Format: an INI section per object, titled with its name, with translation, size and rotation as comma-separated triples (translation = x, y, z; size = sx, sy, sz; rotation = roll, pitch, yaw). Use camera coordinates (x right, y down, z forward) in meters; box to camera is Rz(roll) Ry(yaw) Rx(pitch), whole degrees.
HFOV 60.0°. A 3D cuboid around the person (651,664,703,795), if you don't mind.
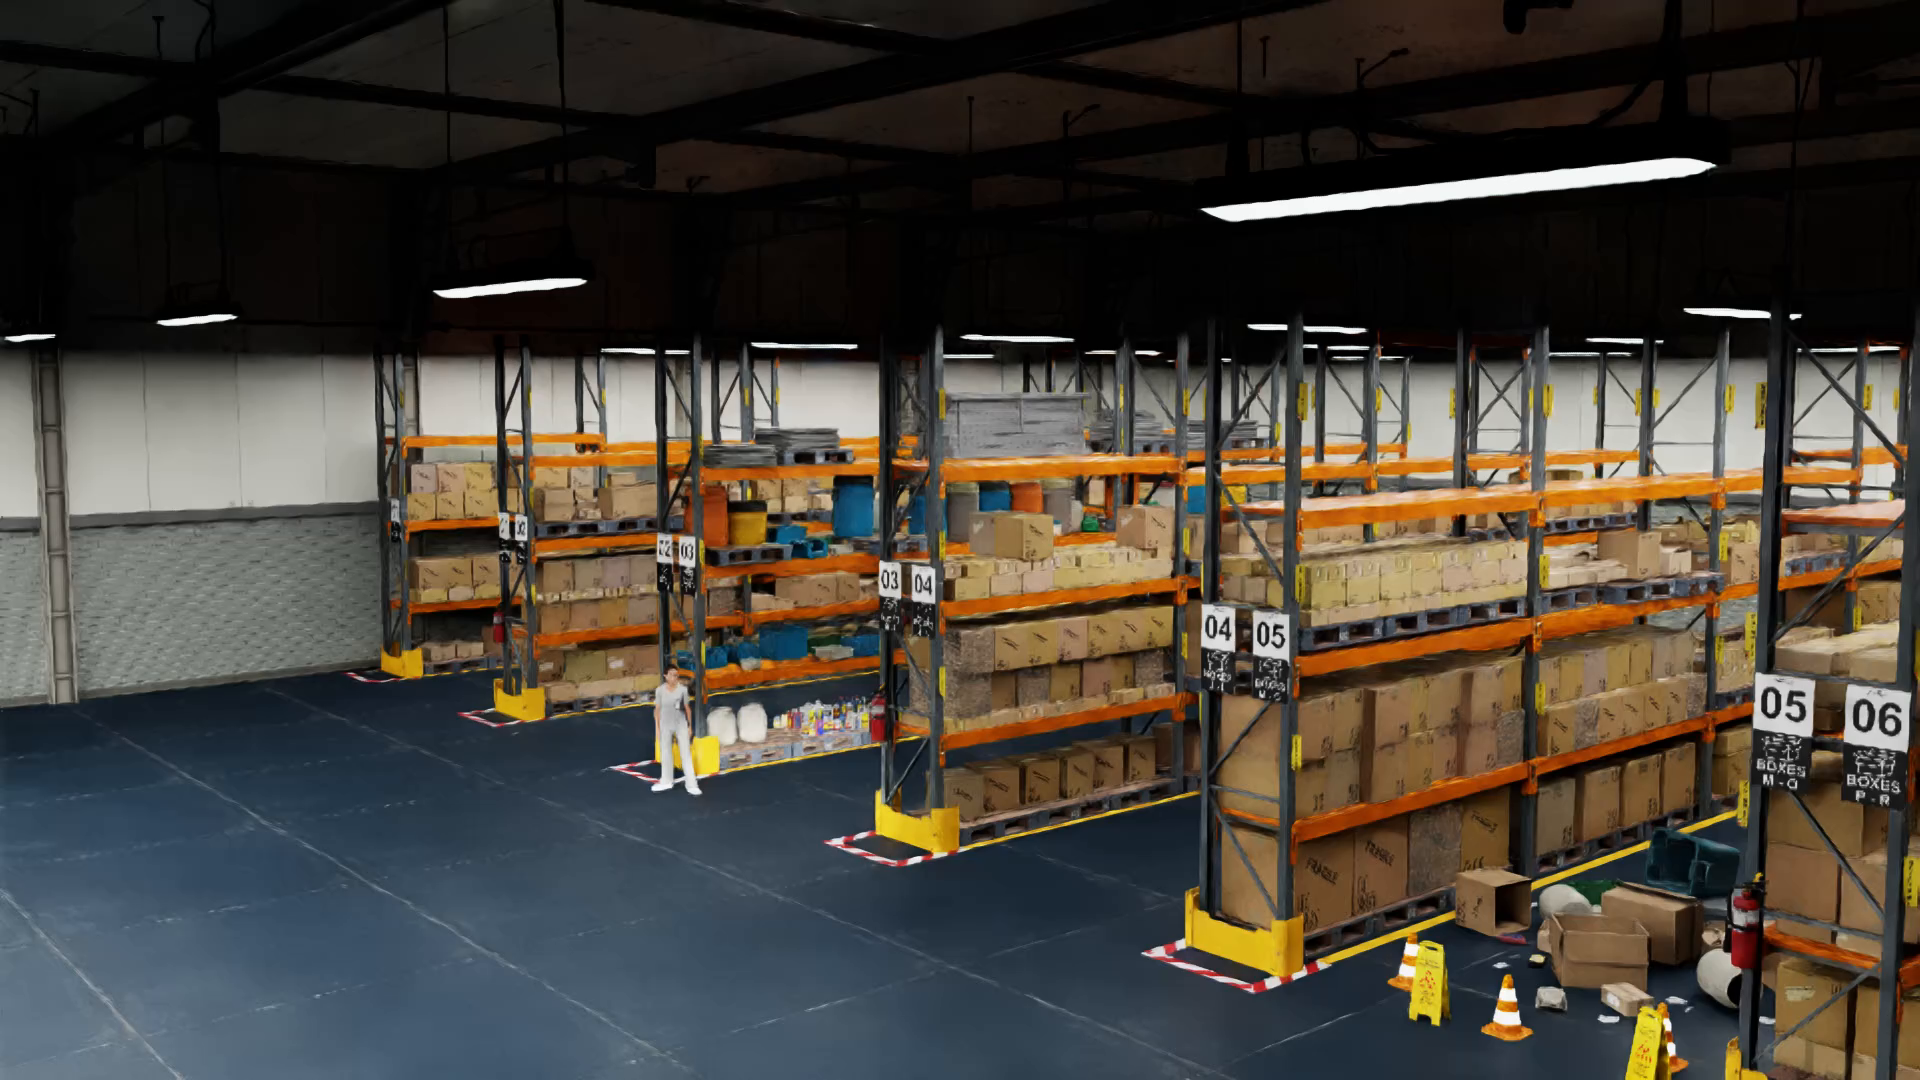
[person]
translation = -3.612, 2.397, 21.178
size = 0.687, 1.658, 0.565
rotation = 0, 5, -3
